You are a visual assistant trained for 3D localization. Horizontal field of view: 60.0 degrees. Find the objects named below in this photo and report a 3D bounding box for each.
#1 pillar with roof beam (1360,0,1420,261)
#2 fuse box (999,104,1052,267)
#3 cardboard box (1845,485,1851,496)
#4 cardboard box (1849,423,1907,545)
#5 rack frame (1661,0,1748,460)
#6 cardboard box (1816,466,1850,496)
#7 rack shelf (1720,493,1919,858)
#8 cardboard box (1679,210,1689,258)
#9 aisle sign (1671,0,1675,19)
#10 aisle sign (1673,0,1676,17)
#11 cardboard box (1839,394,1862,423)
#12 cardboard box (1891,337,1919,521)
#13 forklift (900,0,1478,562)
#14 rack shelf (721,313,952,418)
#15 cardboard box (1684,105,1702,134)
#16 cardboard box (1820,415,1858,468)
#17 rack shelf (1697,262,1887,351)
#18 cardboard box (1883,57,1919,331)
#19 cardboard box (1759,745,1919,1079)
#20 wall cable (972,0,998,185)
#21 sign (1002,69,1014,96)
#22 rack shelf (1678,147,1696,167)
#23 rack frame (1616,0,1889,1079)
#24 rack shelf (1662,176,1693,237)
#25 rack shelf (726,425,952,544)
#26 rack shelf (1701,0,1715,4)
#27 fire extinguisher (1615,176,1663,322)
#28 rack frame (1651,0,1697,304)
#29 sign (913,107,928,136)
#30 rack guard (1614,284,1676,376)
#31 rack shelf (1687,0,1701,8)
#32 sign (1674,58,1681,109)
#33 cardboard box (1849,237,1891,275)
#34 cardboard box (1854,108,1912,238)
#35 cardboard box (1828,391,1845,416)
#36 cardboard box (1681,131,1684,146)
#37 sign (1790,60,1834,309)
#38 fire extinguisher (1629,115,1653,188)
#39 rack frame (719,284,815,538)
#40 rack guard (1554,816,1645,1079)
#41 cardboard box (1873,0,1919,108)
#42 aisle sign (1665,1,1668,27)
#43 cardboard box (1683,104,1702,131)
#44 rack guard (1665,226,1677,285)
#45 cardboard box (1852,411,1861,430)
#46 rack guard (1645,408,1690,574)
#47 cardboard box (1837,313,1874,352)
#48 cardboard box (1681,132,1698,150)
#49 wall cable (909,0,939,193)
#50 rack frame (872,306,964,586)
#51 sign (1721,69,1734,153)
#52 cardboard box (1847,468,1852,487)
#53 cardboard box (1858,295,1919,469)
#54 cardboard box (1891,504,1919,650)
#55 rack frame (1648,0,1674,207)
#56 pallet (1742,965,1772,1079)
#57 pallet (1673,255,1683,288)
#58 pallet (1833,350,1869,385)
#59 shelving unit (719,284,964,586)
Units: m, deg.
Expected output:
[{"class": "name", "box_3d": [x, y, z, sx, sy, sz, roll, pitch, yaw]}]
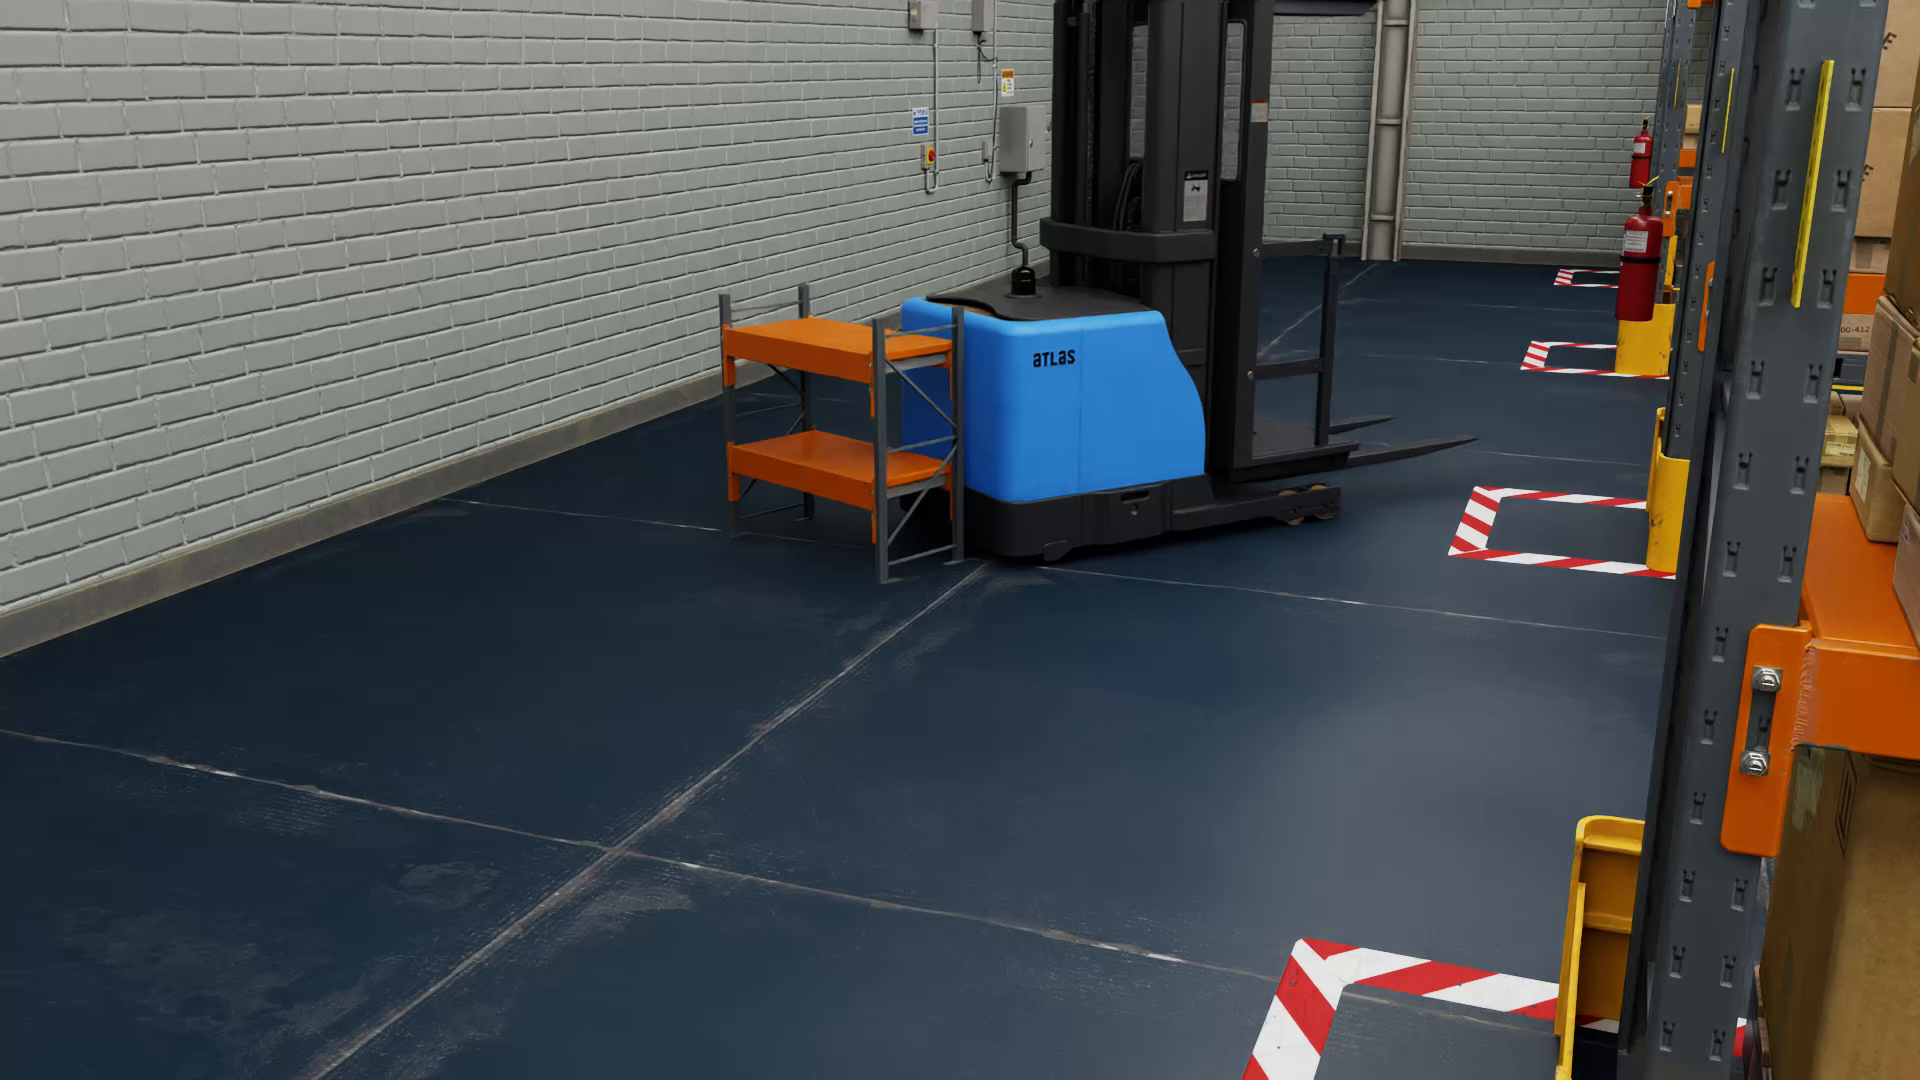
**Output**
[{"class": "pillar with roof beam", "box_3d": [3.066, -6.306, 13.254, 0.400, 9.000, 9.100, 6, 17, 21]}, {"class": "fuse box", "box_3d": [0.658, -3.226, 15.716, 0.414, 1.711, 0.539, 6, 17, 21]}, {"class": "cardboard box", "box_3d": [3.926, -0.140, 7.137, 0.250, 0.149, 0.380, 6, 17, 20]}, {"class": "cardboard box", "box_3d": [1.821, -0.102, 3.096, 0.250, 0.149, 0.380, 7, 17, 22]}, {"class": "rack frame", "box_3d": [3.283, -1.450, 7.287, 0.127, 3.000, 1.000, 6, 17, 21]}, {"class": "cardboard box", "box_3d": [3.676, -0.305, 7.171, 0.250, 0.149, 0.380, 7, 18, 23]}, {"class": "rack shelf", "box_3d": [3.229, 0.376, 2.287, 4.000, 0.370, 1.077, 6, 17, 21]}, {"class": "cardboard box", "box_3d": [7.357, -2.947, 16.170, 0.637, 0.503, 0.797, 6, 17, 18]}, {"class": "aisle sign", "box_3d": [5.052, -4.080, 11.685, 0.004, 0.787, 0.394, 6, 17, 21]}, {"class": "aisle sign", "box_3d": [4.832, -3.925, 11.149, 0.004, 0.787, 0.394, 6, 17, 21]}, {"class": "cardboard box", "box_3d": [4.081, -0.539, 7.443, 0.250, 0.149, 0.380, 7, 17, 22]}, {"class": "cardboard box", "box_3d": [1.716, -0.125, 2.461, 0.500, 0.250, 0.500, 6, 17, 19]}, {"class": "forklift", "box_3d": [1.245, -1.595, 7.910, 3.031, 2.935, 1.130, -9, 19, -29]}, {"class": "rack shelf", "box_3d": [-0.528, -0.781, 7.297, 1.000, 0.278, 0.538, 16, 22, 43]}, {"class": "cardboard box", "box_3d": [7.146, -3.986, 15.760, 0.500, 0.250, 0.500, 6, 17, 21]}, {"class": "cardboard box", "box_3d": [3.646, -0.426, 7.055, 0.250, 0.149, 0.380, 5, 17, 18]}, {"class": "rack shelf", "box_3d": [5.143, -0.900, 6.683, 4.000, 0.370, 1.077, 6, 17, 21]}, {"class": "cardboard box", "box_3d": [1.919, -0.623, 2.830, 0.500, 0.500, 0.500, 7, 17, 21]}, {"class": "cardboard box", "box_3d": [1.994, 0.690, 2.975, 0.875, 0.875, 0.875, 6, 17, 21]}, {"class": "wall cable", "box_3d": [0.261, -4.172, 14.841, 0.122, 1.984, 0.588, 6, 17, 21]}, {"class": "sign", "box_3d": [0.445, -4.248, 15.445, 0.001, 0.242, 0.339, 6, 17, 21]}, {"class": "rack shelf", "box_3d": [8.683, -3.482, 15.576, 4.000, 0.370, 1.077, 6, 17, 21]}, {"class": "rack frame", "box_3d": [1.369, -0.174, 2.892, 0.127, 3.000, 1.000, 6, 17, 21]}, {"class": "rack shelf", "box_3d": [6.866, -2.194, 11.141, 4.000, 0.370, 1.077, 6, 17, 21]}, {"class": "rack shelf", "box_3d": [-0.528, -0.265, 7.447, 1.000, 0.278, 0.538, 16, 22, 43]}, {"class": "rack shelf", "box_3d": [8.683, -4.922, 15.158, 4.000, 0.370, 1.077, 6, 17, 21]}, {"class": "fire extinguisher", "box_3d": [3.218, -1.379, 7.851, 0.183, 0.674, 0.296, 6, 17, 21]}, {"class": "rack frame", "box_3d": [5.005, -2.744, 11.745, 0.127, 3.000, 1.000, 6, 17, 21]}, {"class": "sign", "box_3d": [-0.324, -3.438, 13.652, 0.001, 0.218, 0.327, 6, 17, 21]}, {"class": "rack guard", "box_3d": [4.983, -1.546, 12.102, 0.348, 0.500, 1.175, 6, 17, 21]}, {"class": "rack shelf", "box_3d": [6.866, -3.634, 10.722, 4.000, 0.370, 1.077, 6, 17, 21]}, {"class": "sign", "box_3d": [4.796, -3.054, 11.120, 0.005, 0.325, 0.100, 6, 17, 21]}, {"class": "cardboard box", "box_3d": [3.716, -1.196, 6.863, 0.250, 0.149, 0.380, 7, 18, 23]}, {"class": "cardboard box", "box_3d": [3.599, -1.523, 6.827, 0.500, 0.500, 0.500, 7, 18, 23]}, {"class": "cardboard box", "box_3d": [3.868, -0.580, 7.583, 0.250, 0.149, 0.380, 6, 17, 21]}, {"class": "cardboard box", "box_3d": [7.230, -3.947, 16.339, 0.250, 0.149, 0.380, 6, 17, 20]}, {"class": "sign", "box_3d": [1.160, -0.484, 2.266, 0.005, 0.325, 0.100, 6, 17, 21]}, {"class": "fire extinguisher", "box_3d": [6.516, -3.711, 15.883, 0.183, 0.674, 0.296, 6, 17, 21]}, {"class": "rack frame", "box_3d": [-0.888, -0.600, 7.724, 0.032, 1.125, 0.500, 16, 22, 43]}, {"class": "rack guard", "box_3d": [1.347, 1.024, 3.249, 0.348, 0.500, 1.175, 6, 17, 21]}, {"class": "cardboard box", "box_3d": [3.603, -2.006, 6.697, 0.500, 0.500, 0.500, 6, 17, 20]}, {"class": "aisle sign", "box_3d": [6.652, -5.211, 15.580, 0.004, 0.787, 0.394, 6, 17, 21]}, {"class": "cardboard box", "box_3d": [7.348, -4.124, 16.235, 0.500, 0.250, 0.500, 7, 18, 22]}, {"class": "rack guard", "box_3d": [6.894, -2.823, 16.503, 0.348, 0.500, 1.175, 6, 17, 21]}, {"class": "cardboard box", "box_3d": [3.946, -0.429, 7.065, 0.250, 0.149, 0.380, 7, 17, 22]}, {"class": "rack guard", "box_3d": [3.354, -0.242, 7.609, 0.348, 0.500, 1.175, 6, 17, 21]}, {"class": "cardboard box", "box_3d": [6.510, -1.582, 11.586, 0.875, 0.438, 0.875, 7, 18, 22]}, {"class": "cardboard box", "box_3d": [7.028, -3.806, 15.855, 0.250, 0.149, 0.380, 6, 17, 20]}, {"class": "wall cable", "box_3d": [-0.249, -3.818, 13.565, 0.123, 1.953, 0.585, 6, 17, 21]}, {"class": "rack frame", "box_3d": [-0.169, -0.400, 7.034, 0.032, 1.125, 0.500, 16, 22, 43]}, {"class": "sign", "box_3d": [3.084, -1.725, 6.682, 0.005, 0.325, 0.100, 6, 17, 21]}, {"class": "cardboard box", "box_3d": [3.910, -0.262, 7.024, 0.250, 0.149, 0.380, 6, 17, 20]}, {"class": "cardboard box", "box_3d": [1.917, -0.264, 2.938, 0.500, 0.250, 0.500, 6, 17, 20]}, {"class": "cardboard box", "box_3d": [1.578, 0.069, 2.507, 0.250, 0.149, 0.380, 6, 17, 21]}, {"class": "rack frame", "box_3d": [6.823, -4.032, 16.181, 0.127, 3.000, 1.000, 6, 17, 21]}, {"class": "pallet", "box_3d": [2.141, 1.227, 3.069, 1.213, 0.211, 1.003, 6, 17, 21]}, {"class": "pallet", "box_3d": [7.636, -2.603, 16.263, 1.213, 0.211, 1.003, 6, 17, 21]}, {"class": "pallet", "box_3d": [5.778, -1.343, 11.922, 1.213, 0.211, 1.003, 6, 17, 21]}, {"class": "shelving unit", "box_3d": [-0.528, -0.500, 7.379, 1.048, 1.125, 0.538, 16, 22, 43]}]
